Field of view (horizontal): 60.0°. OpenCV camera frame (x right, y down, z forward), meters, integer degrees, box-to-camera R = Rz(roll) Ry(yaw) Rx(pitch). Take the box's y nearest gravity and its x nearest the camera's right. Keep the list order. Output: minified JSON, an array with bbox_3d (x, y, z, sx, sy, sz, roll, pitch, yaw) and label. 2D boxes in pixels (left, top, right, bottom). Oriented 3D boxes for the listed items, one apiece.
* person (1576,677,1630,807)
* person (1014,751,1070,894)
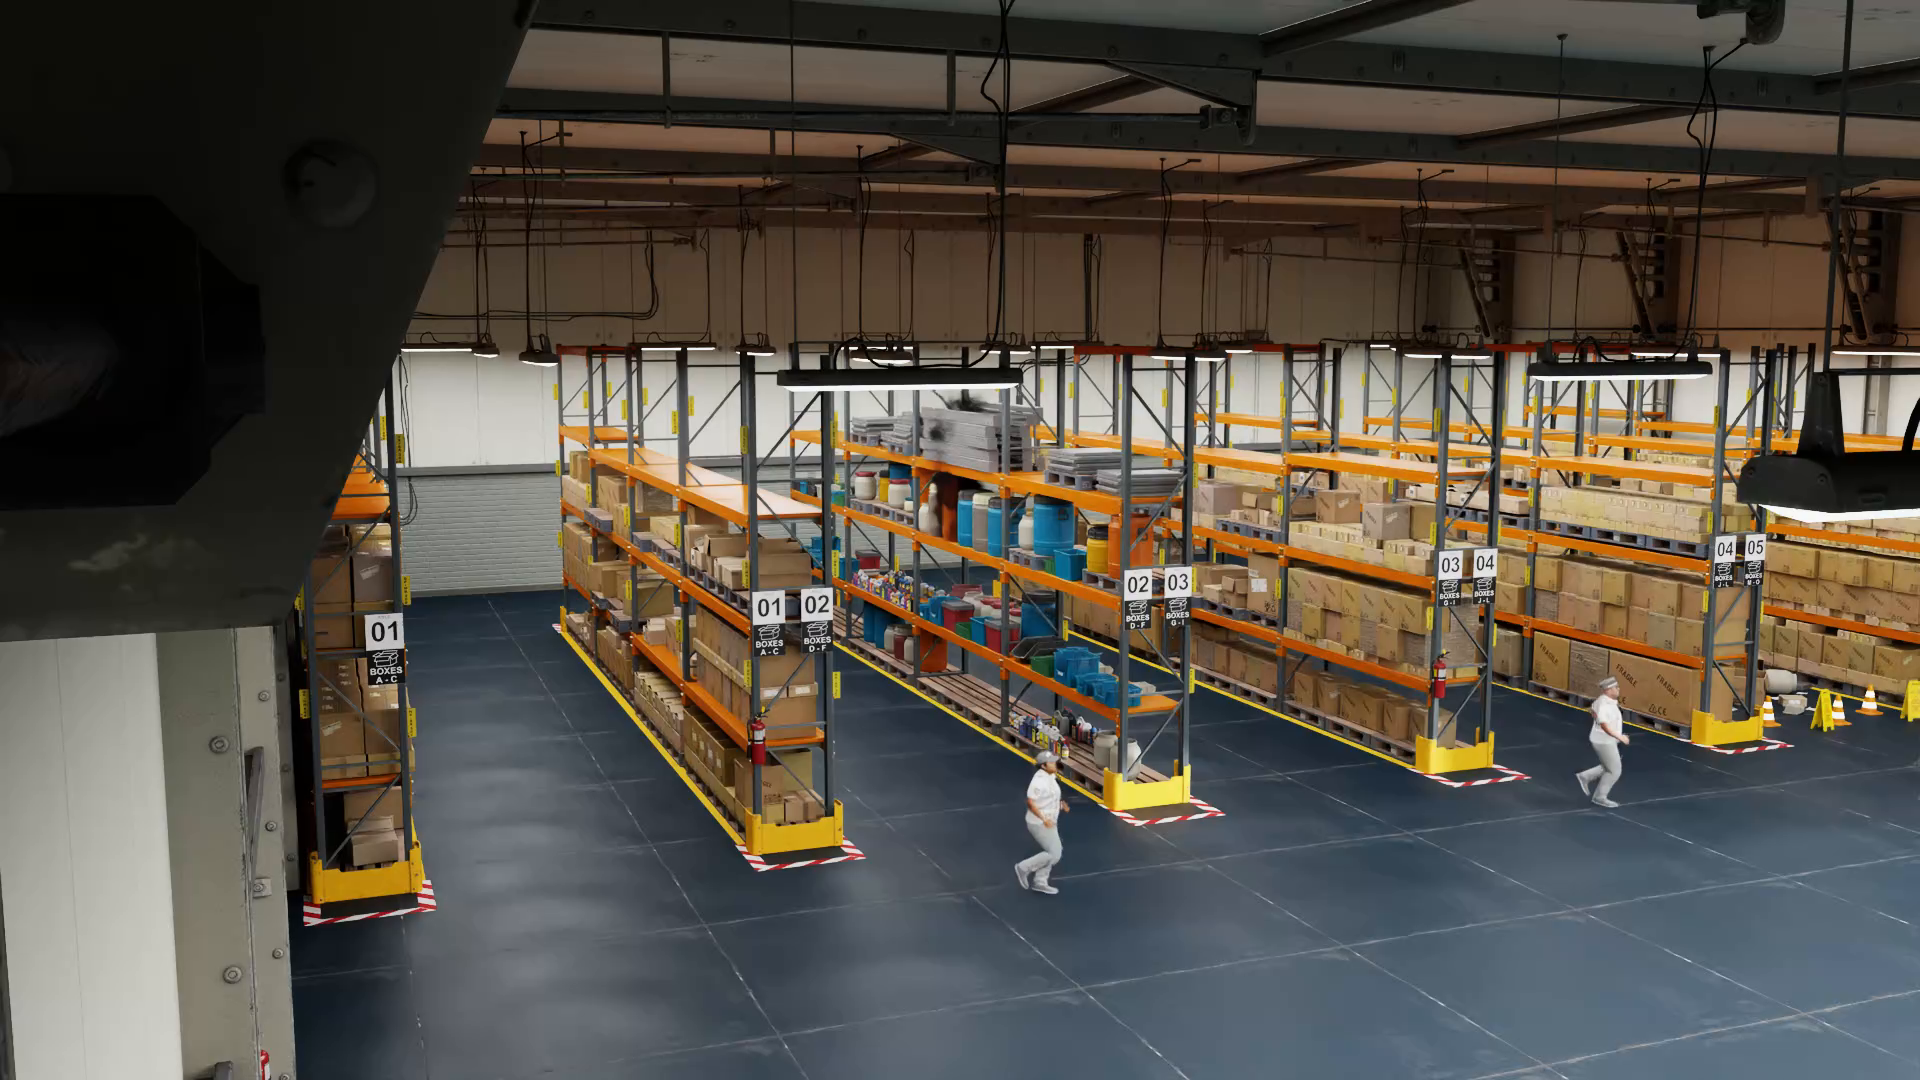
[{"bbox_3d":[8.575,2.679,22.153,0.624,1.741,0.673,2,8,15],"label":"person"},{"bbox_3d":[0.931,3.174,18.710,0.589,1.626,0.599,1,7,10],"label":"person"}]
